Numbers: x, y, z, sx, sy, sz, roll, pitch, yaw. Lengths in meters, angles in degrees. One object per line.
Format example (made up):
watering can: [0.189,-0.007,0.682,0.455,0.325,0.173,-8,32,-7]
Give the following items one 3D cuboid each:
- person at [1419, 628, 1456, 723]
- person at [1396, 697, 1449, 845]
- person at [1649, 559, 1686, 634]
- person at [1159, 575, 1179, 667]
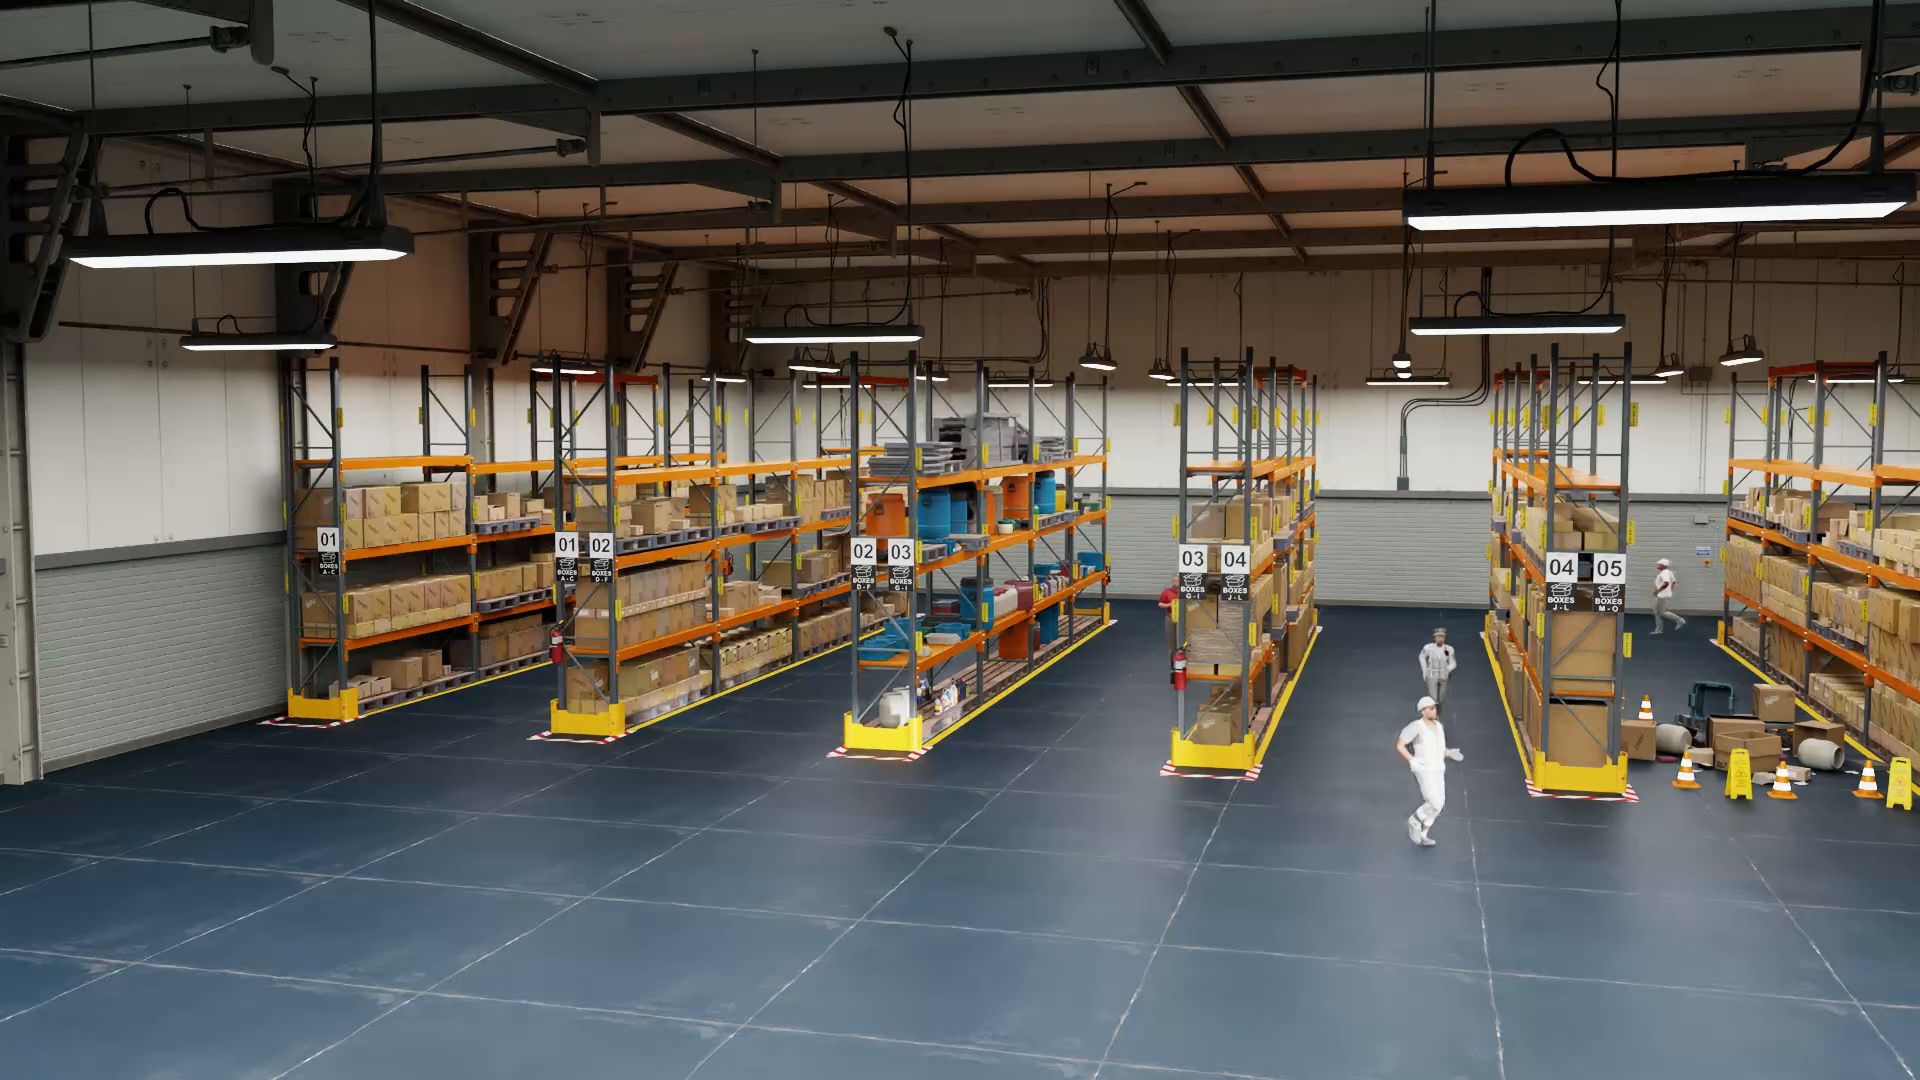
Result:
person: [7.614,2.237,26.477,0.529,1.725,0.814,0,4,4]
person: [5.437,2.695,19.387,0.644,1.740,0.403,-3,5,-35]
person: [16.308,1.322,38.294,0.797,1.777,0.697,2,5,29]
person: [4.047,1.549,31.161,0.649,1.772,0.852,1,4,13]
